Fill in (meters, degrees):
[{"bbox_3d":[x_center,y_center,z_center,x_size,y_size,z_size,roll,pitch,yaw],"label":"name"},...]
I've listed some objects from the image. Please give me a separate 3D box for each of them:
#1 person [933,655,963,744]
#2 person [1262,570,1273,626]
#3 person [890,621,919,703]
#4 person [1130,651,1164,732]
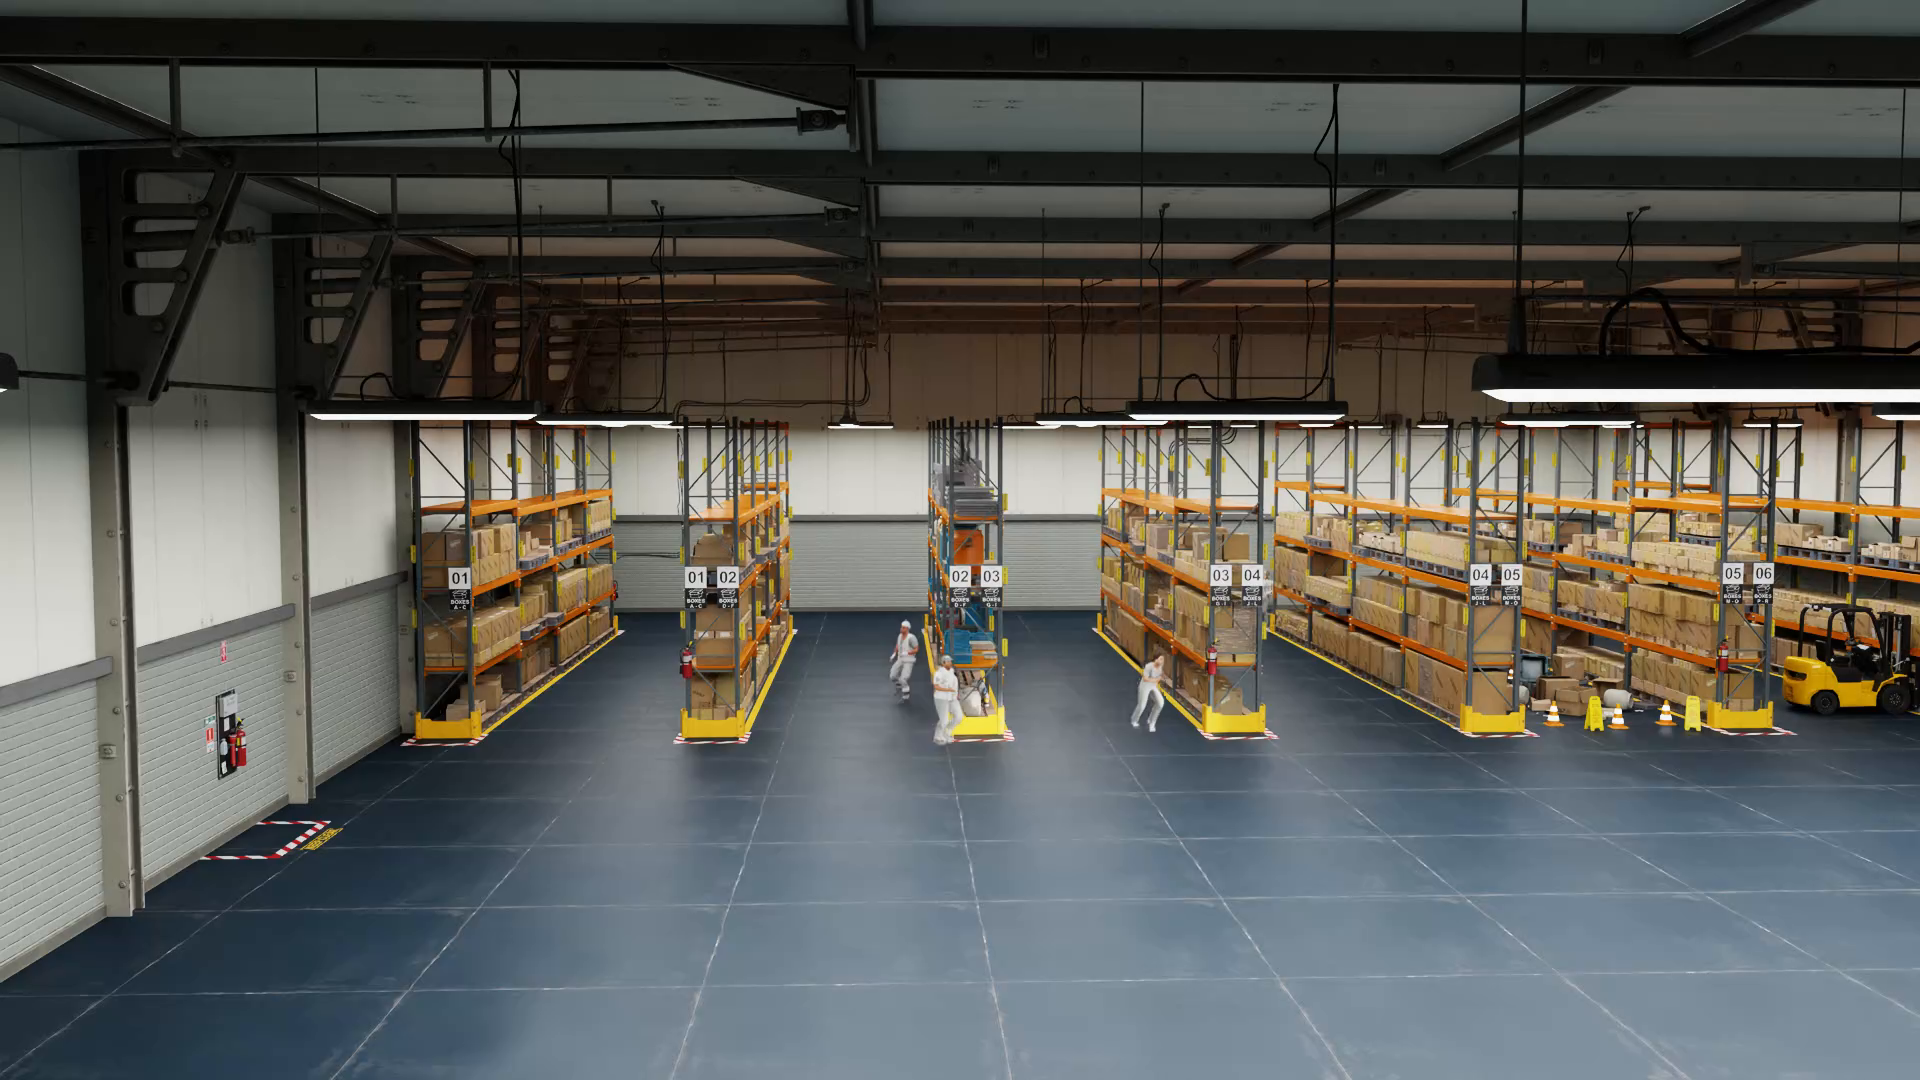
[{"bbox_3d":[-0.209,2.923,30.330,0.565,1.658,0.607,4,5,44],"label":"person"},{"bbox_3d":[8.929,1.710,48.880,0.545,1.651,0.609,-3,5,-42],"label":"person"},{"bbox_3d":[-1.189,2.579,35.151,0.795,1.737,0.527,2,4,32],"label":"person"},{"bbox_3d":[3.618,2.942,31.798,0.594,1.458,0.945,-3,5,-37],"label":"person"}]
